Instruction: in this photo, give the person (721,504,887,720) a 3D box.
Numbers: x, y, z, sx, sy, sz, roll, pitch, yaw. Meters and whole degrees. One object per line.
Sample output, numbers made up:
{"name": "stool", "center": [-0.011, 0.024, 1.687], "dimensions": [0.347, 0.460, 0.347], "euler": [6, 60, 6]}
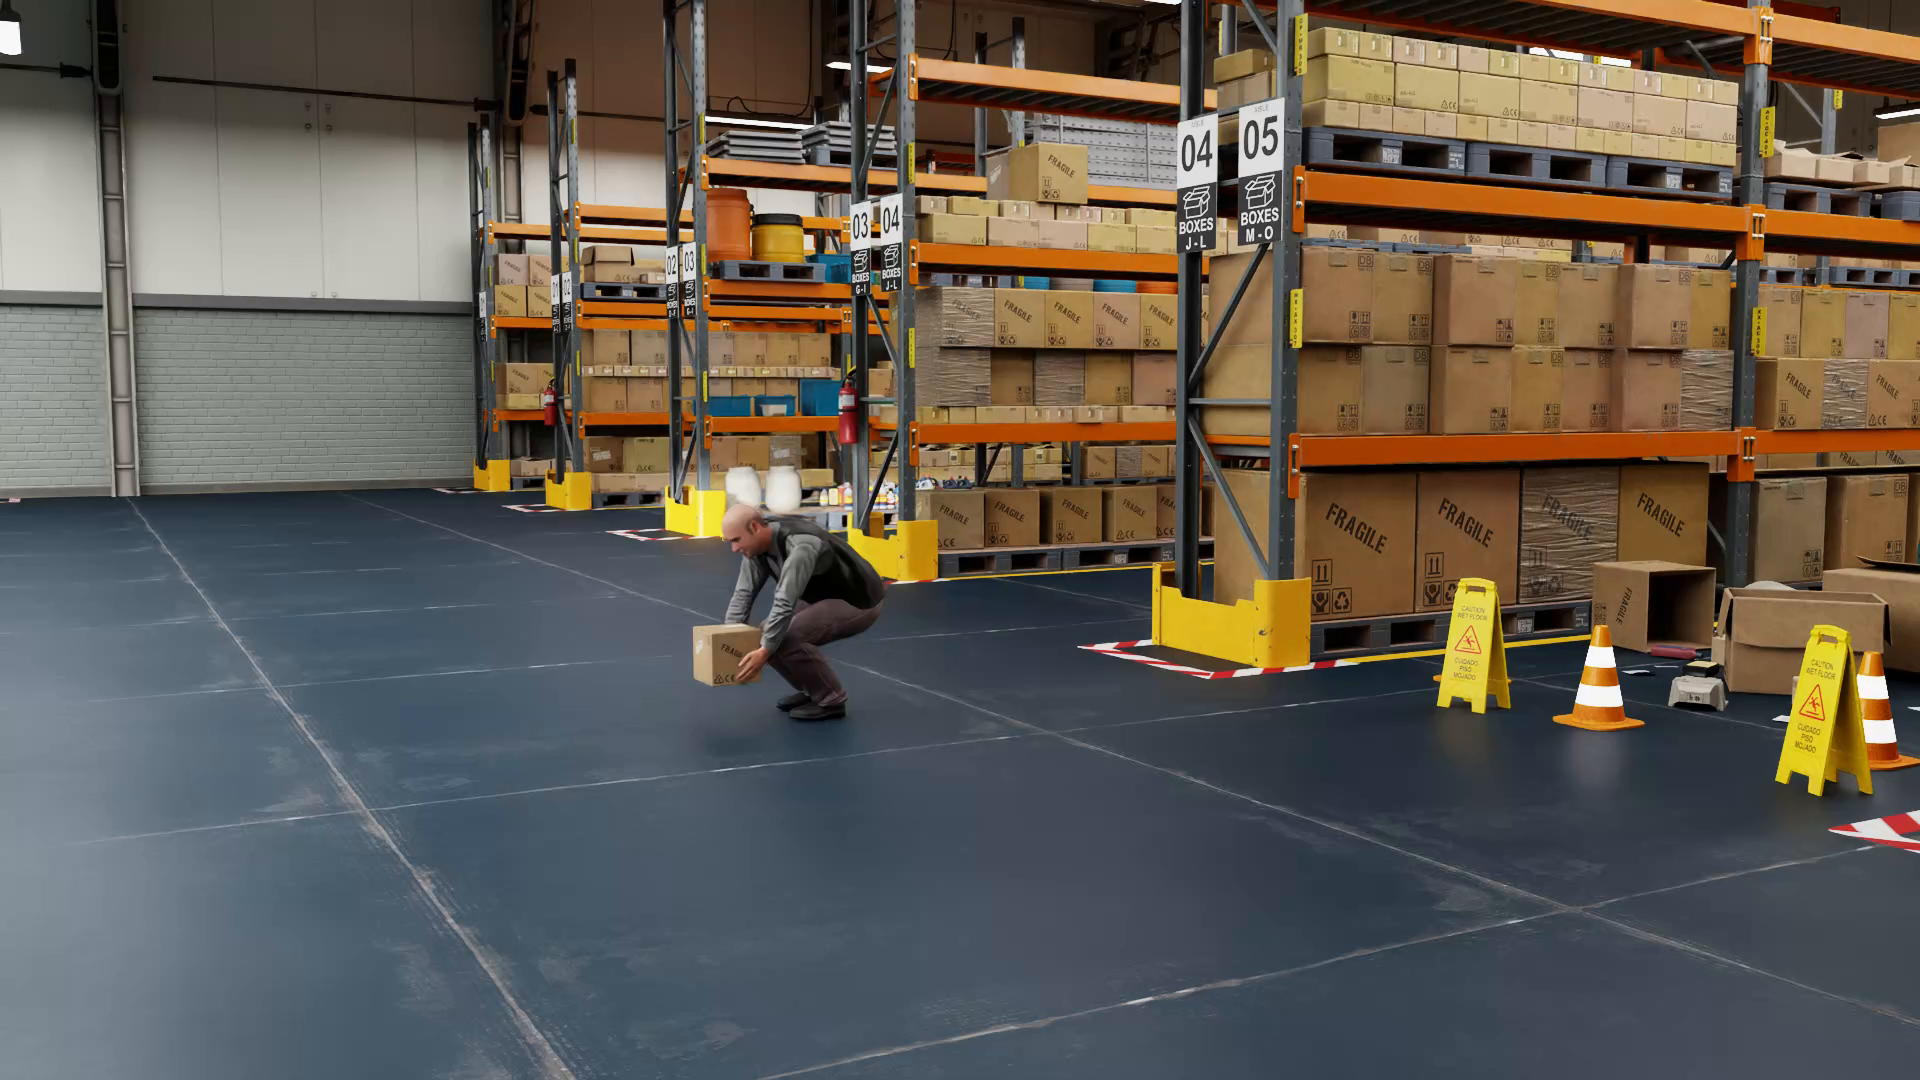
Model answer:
{"name": "person", "center": [-0.764, 0.339, 7.988], "dimensions": [0.846, 1.032, 0.553], "euler": [-3, 6, -29]}
